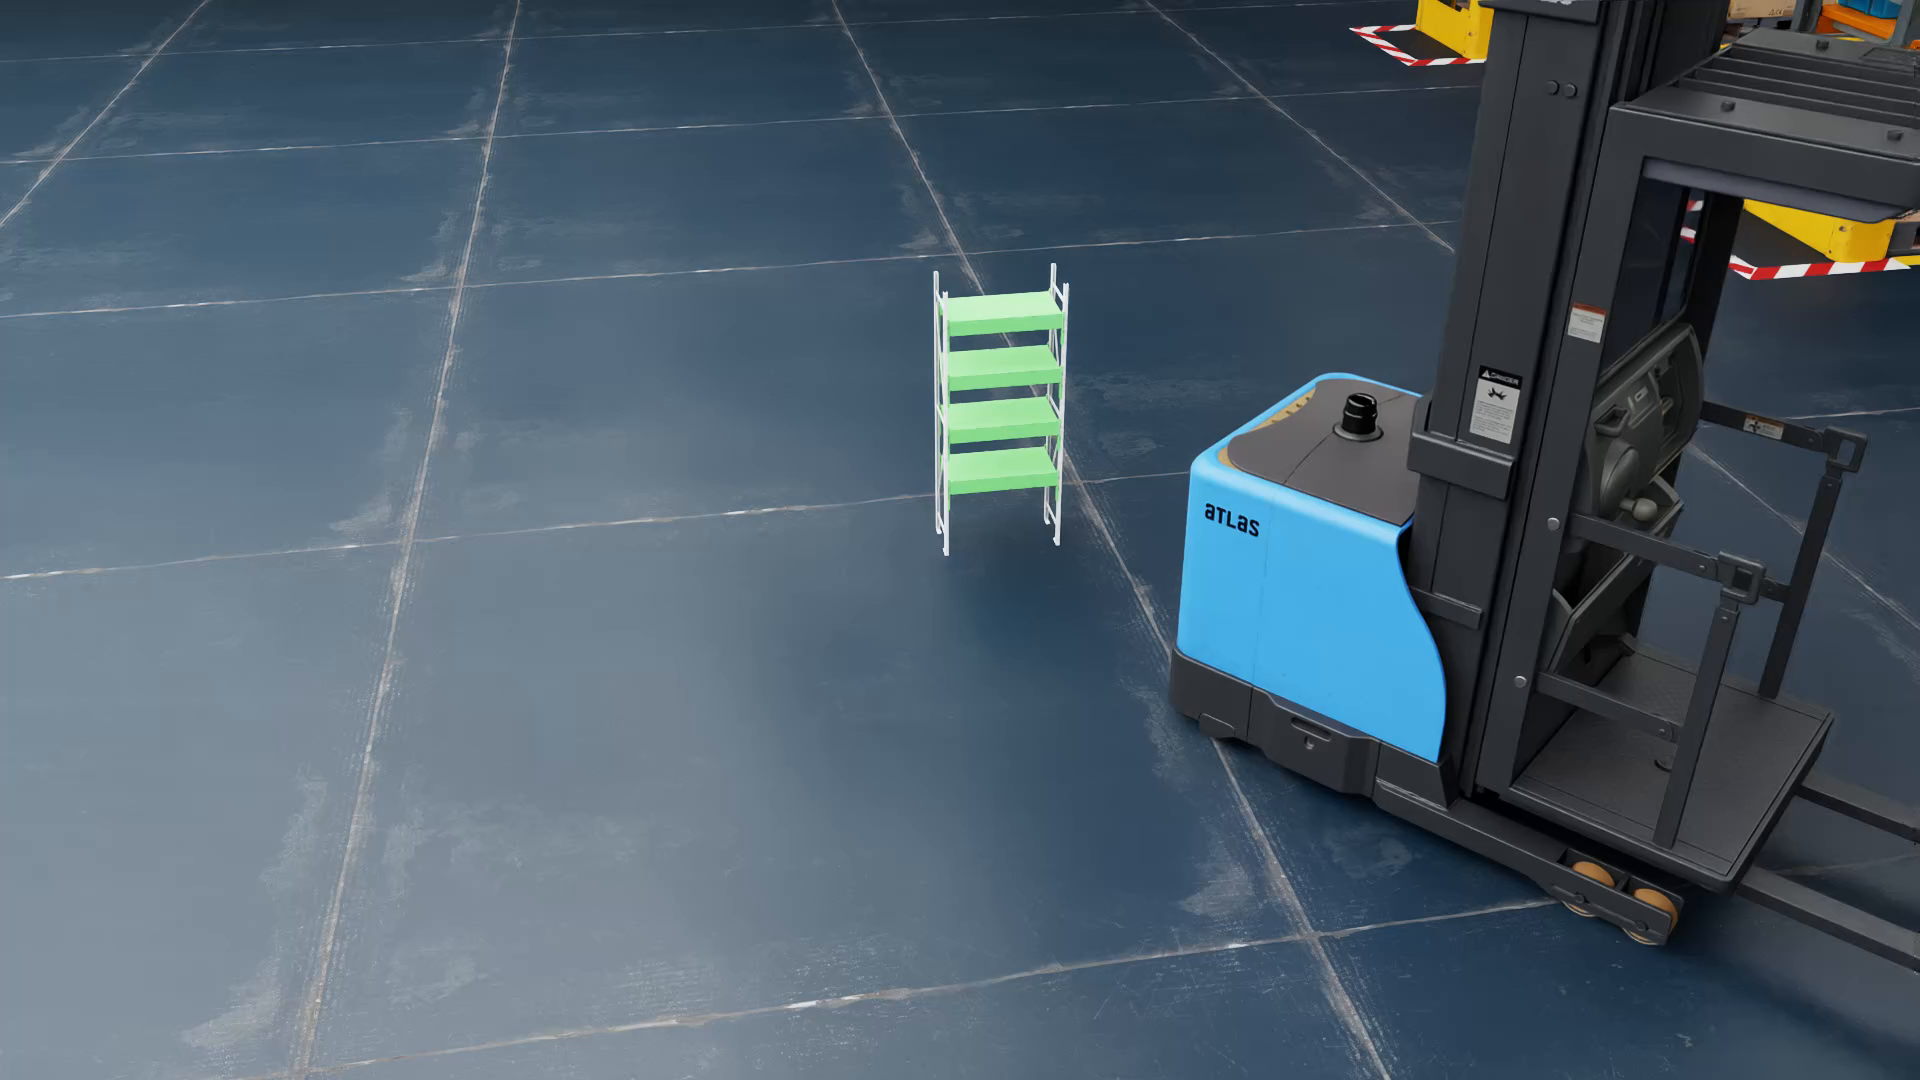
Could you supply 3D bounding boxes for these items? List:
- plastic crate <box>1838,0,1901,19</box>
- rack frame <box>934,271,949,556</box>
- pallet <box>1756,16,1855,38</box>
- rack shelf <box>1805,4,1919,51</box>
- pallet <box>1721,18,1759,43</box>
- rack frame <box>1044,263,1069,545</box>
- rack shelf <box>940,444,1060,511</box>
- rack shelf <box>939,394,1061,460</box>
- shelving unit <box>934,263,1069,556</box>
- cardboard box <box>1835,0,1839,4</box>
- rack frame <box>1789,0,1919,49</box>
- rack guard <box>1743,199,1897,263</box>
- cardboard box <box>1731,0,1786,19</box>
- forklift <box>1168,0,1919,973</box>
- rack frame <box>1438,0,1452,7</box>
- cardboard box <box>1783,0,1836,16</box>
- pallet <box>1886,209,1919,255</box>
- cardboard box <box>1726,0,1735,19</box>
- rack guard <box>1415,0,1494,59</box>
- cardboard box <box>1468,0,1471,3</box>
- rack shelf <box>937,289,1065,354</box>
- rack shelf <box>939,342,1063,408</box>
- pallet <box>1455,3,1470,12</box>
[{"bbox_3d":[5.775,-3.379,10.184,0.616,0.251,0.499,-5,31,-9],"label":"plastic crate"},{"bbox_3d":[-0.077,-0.510,6.934,0.015,1.200,0.240,-5,31,-9],"label":"rack frame"},{"bbox_3d":[7.593,-4.830,15.256,1.213,0.211,1.003,-5,31,-9],"label":"pallet"},{"bbox_3d":[7.304,-3.121,10.308,4.000,0.370,1.077,-5,31,-9],"label":"rack shelf"},{"bbox_3d":[6.390,-4.717,15.063,1.213,0.211,1.003,-5,31,-9],"label":"pallet"},{"bbox_3d":[0.403,-0.555,7.009,0.015,1.200,0.240,-5,31,-9],"label":"rack frame"},{"bbox_3d":[0.163,-0.270,7.126,0.480,0.148,0.258,-5,31,-9],"label":"rack shelf"},{"bbox_3d":[0.163,-0.477,7.004,0.480,0.148,0.258,-5,31,-9],"label":"rack shelf"},{"bbox_3d":[0.163,-0.532,6.972,0.503,1.200,0.258,-5,31,-9],"label":"shelving unit"},{"bbox_3d":[7.966,-4.928,14.970,0.500,0.250,0.500,-5,31,-9],"label":"cardboard box"},{"bbox_3d":[5.337,-3.248,9.815,0.127,3.000,1.000,-5,31,-9],"label":"rack frame"},{"bbox_3d":[5.403,-2.201,10.500,0.348,0.500,1.175,-5,31,-9],"label":"rack guard"},{"bbox_3d":[6.983,-4.834,14.811,0.500,0.250,0.500,-5,31,-9],"label":"cardboard box"},{"bbox_3d":[2.223,-0.322,4.905,3.031,2.935,1.130,23,37,33],"label":"forklift"},{"bbox_3d":[4.448,-5.718,14.016,0.127,3.000,1.000,-5,31,-9],"label":"rack frame"},{"bbox_3d":[7.472,-4.887,14.901,0.500,0.250,0.500,-5,31,-9],"label":"cardboard box"},{"bbox_3d":[6.203,-2.148,10.695,1.213,0.211,1.003,-5,31,-9],"label":"pallet"},{"bbox_3d":[6.491,-4.788,14.732,0.500,0.250,0.500,-5,31,-9],"label":"cardboard box"},{"bbox_3d":[4.424,-4.639,14.646,0.348,0.500,1.175,-5,31,-9],"label":"rack guard"},{"bbox_3d":[4.922,-4.910,14.940,0.500,0.250,0.500,-5,31,-9],"label":"cardboard box"},{"bbox_3d":[0.163,-0.891,6.761,0.480,0.148,0.258,-5,31,-9],"label":"rack shelf"},{"bbox_3d":[0.163,-0.684,6.882,0.480,0.148,0.258,-5,31,-9],"label":"rack shelf"},{"bbox_3d":[5.193,-4.607,14.877,1.213,0.211,1.003,-5,31,-9],"label":"pallet"}]
